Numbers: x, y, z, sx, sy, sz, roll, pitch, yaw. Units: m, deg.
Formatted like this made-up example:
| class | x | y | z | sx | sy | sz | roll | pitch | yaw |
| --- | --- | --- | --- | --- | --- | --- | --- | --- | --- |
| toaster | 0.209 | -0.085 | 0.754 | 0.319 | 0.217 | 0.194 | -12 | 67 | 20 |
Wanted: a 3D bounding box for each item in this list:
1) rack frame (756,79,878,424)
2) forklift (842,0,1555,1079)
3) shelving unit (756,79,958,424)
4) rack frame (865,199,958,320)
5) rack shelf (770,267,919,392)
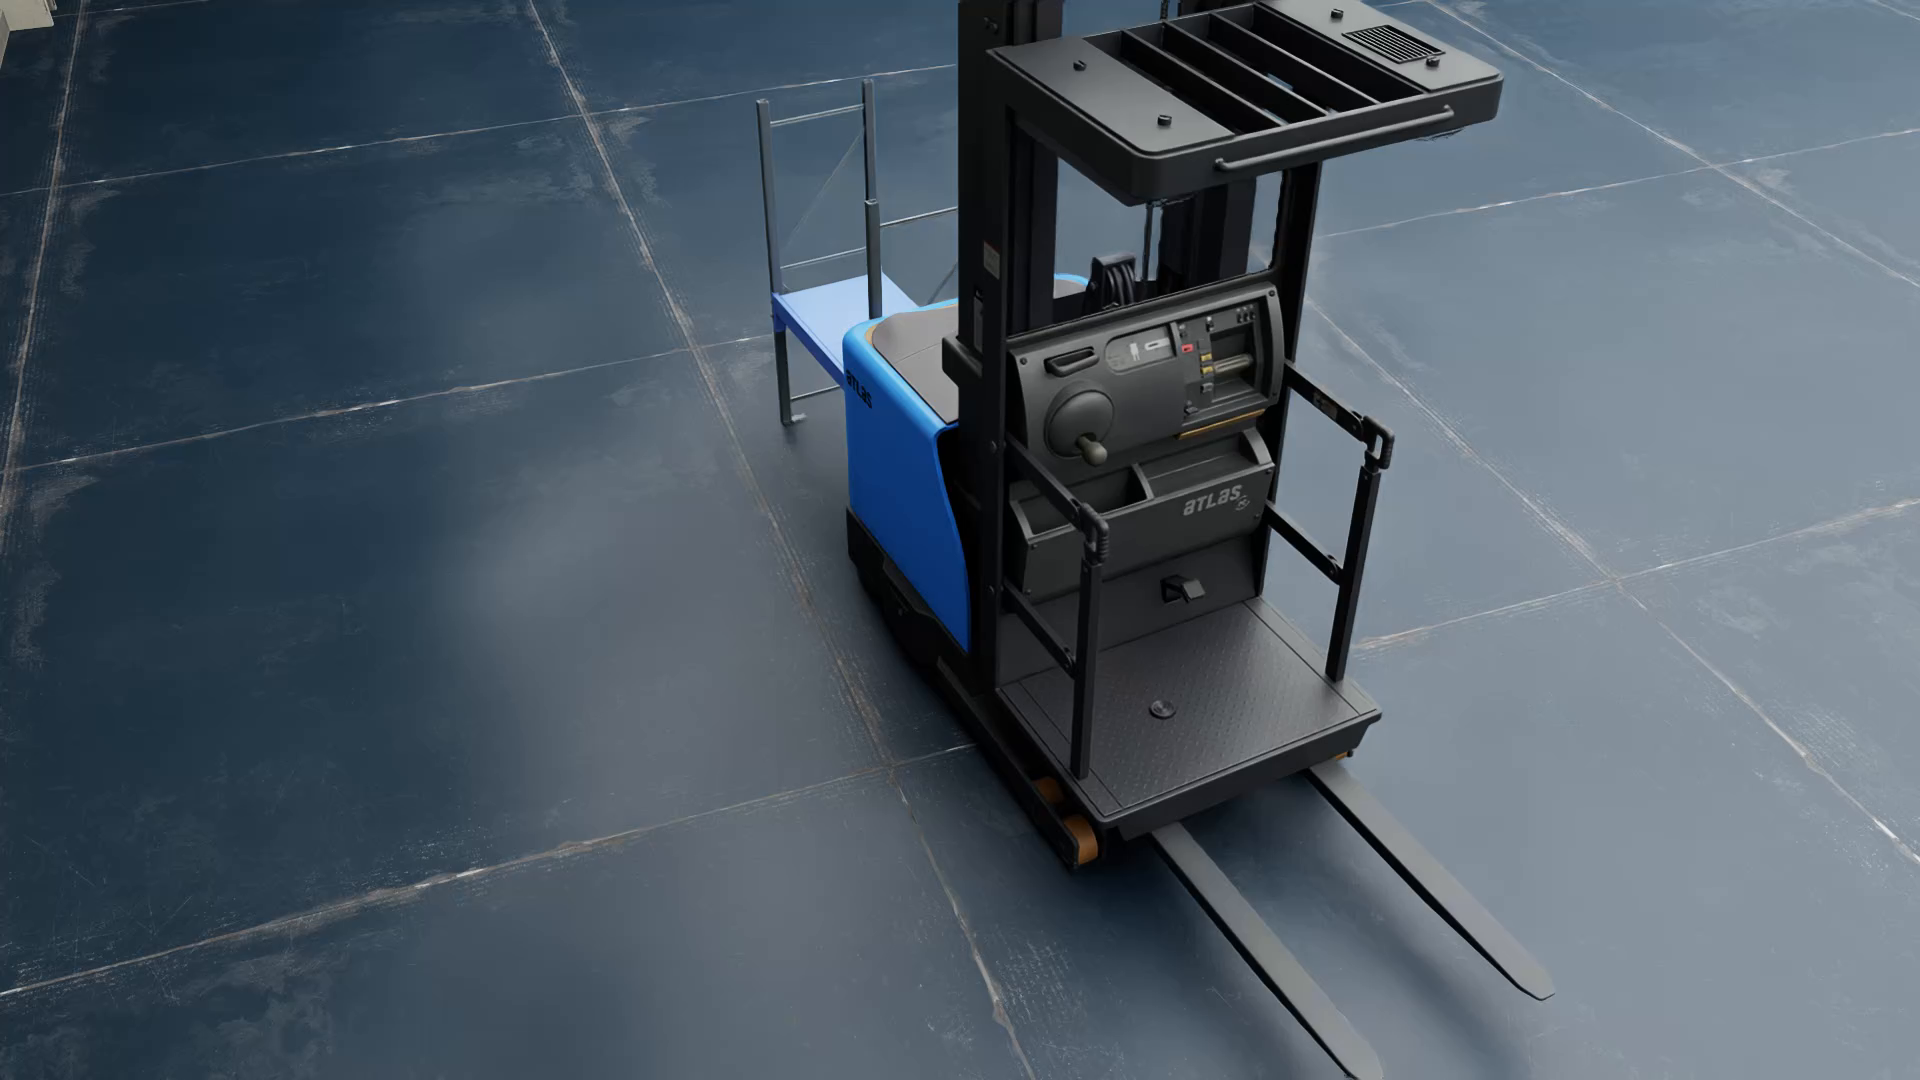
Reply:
| class | x | y | z | sx | sy | sz | roll | pitch | yaw |
| --- | --- | --- | --- | --- | --- | --- | --- | --- | --- |
| rack frame | -0.576 | -1.194 | 7.089 | 0.500 | 1.500 | 0.032 | -17 | 40 | -22 |
| forklift | 0.686 | -0.433 | 4.888 | 1.130 | 2.935 | 3.031 | -17 | 40 | -22 |
| shelving unit | -0.341 | -0.923 | 6.728 | 0.538 | 1.500 | 1.048 | -17 | 40 | -22 |
| rack frame | -0.106 | -0.651 | 6.368 | 0.500 | 1.500 | 0.032 | -17 | 40 | -22 |
| rack shelf | -0.341 | -0.779 | 6.837 | 0.538 | 0.185 | 1.000 | -17 | 40 | -22 |
